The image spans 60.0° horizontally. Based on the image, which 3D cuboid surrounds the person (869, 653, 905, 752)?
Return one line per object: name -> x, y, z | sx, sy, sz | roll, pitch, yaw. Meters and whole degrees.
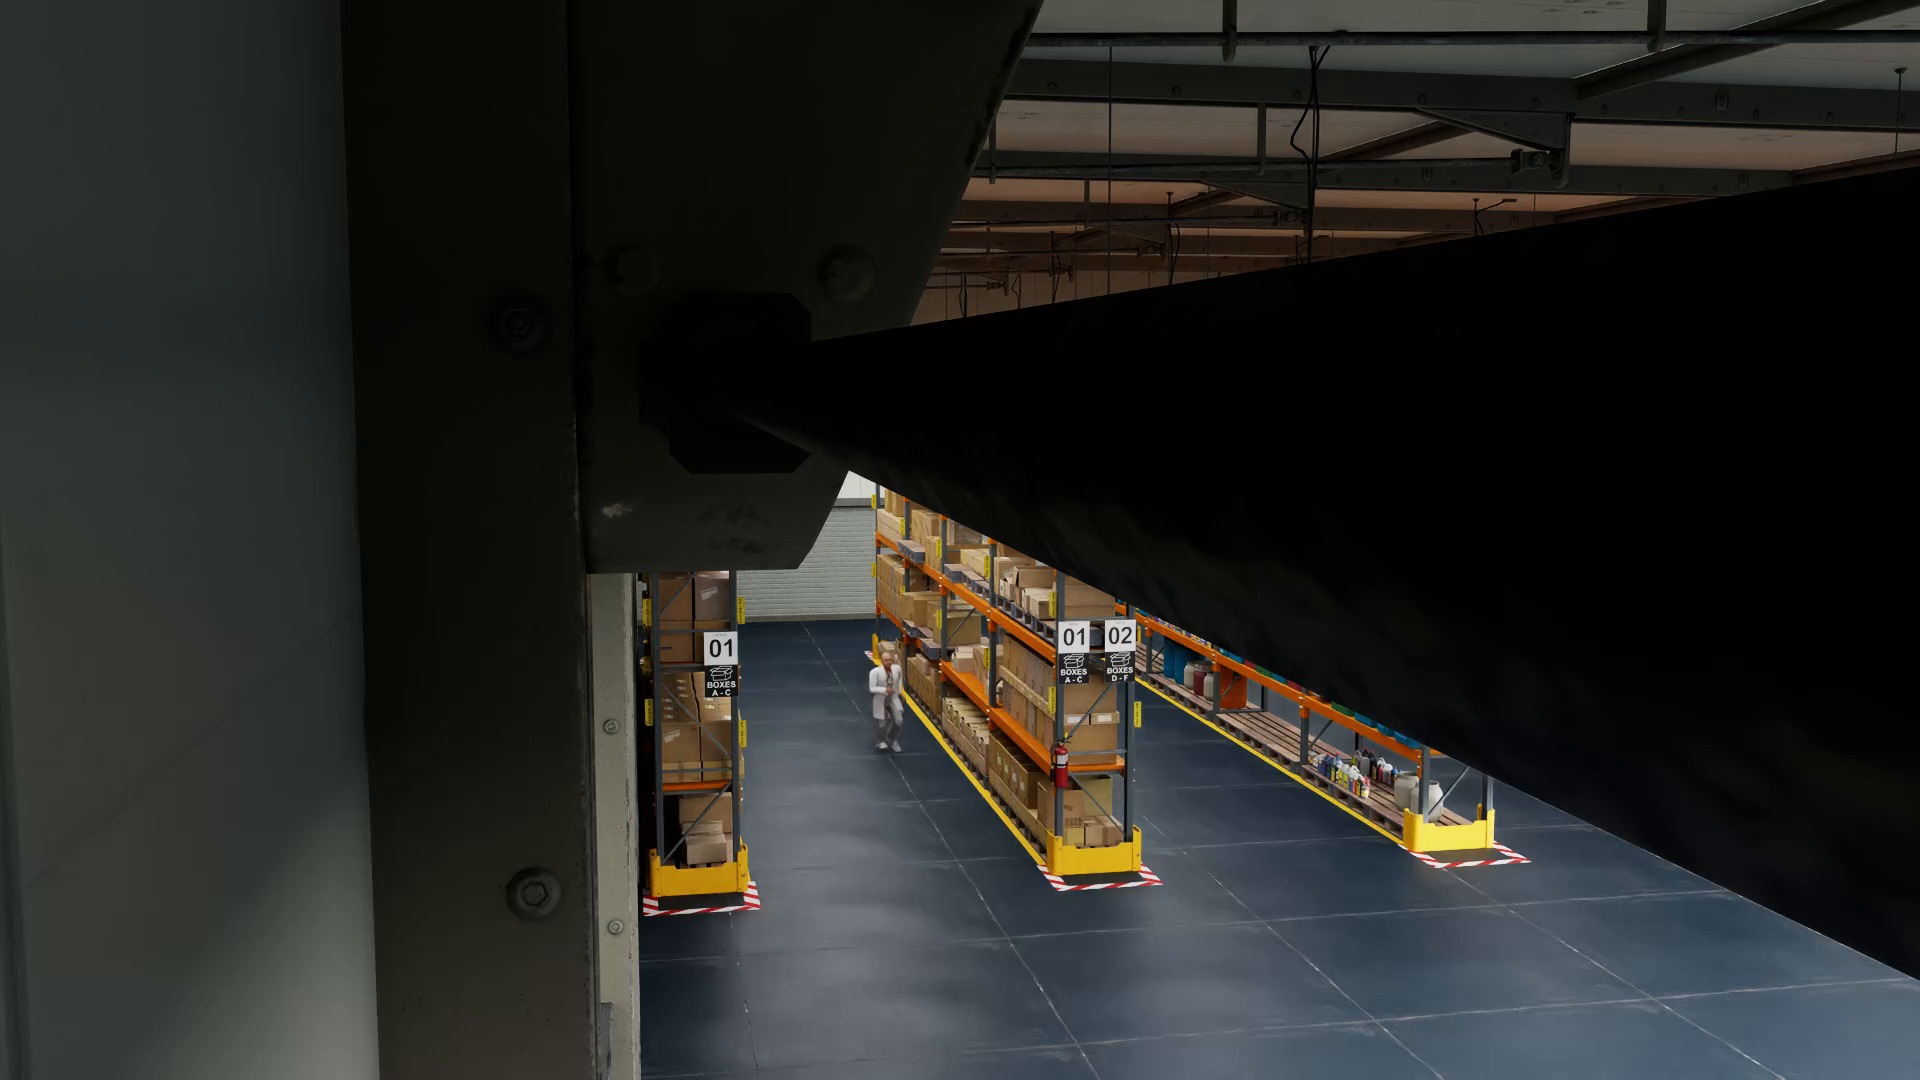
person -> -1.210, 2.667, 27.381 | 0.623, 1.677, 0.947 | -2, 6, -16
